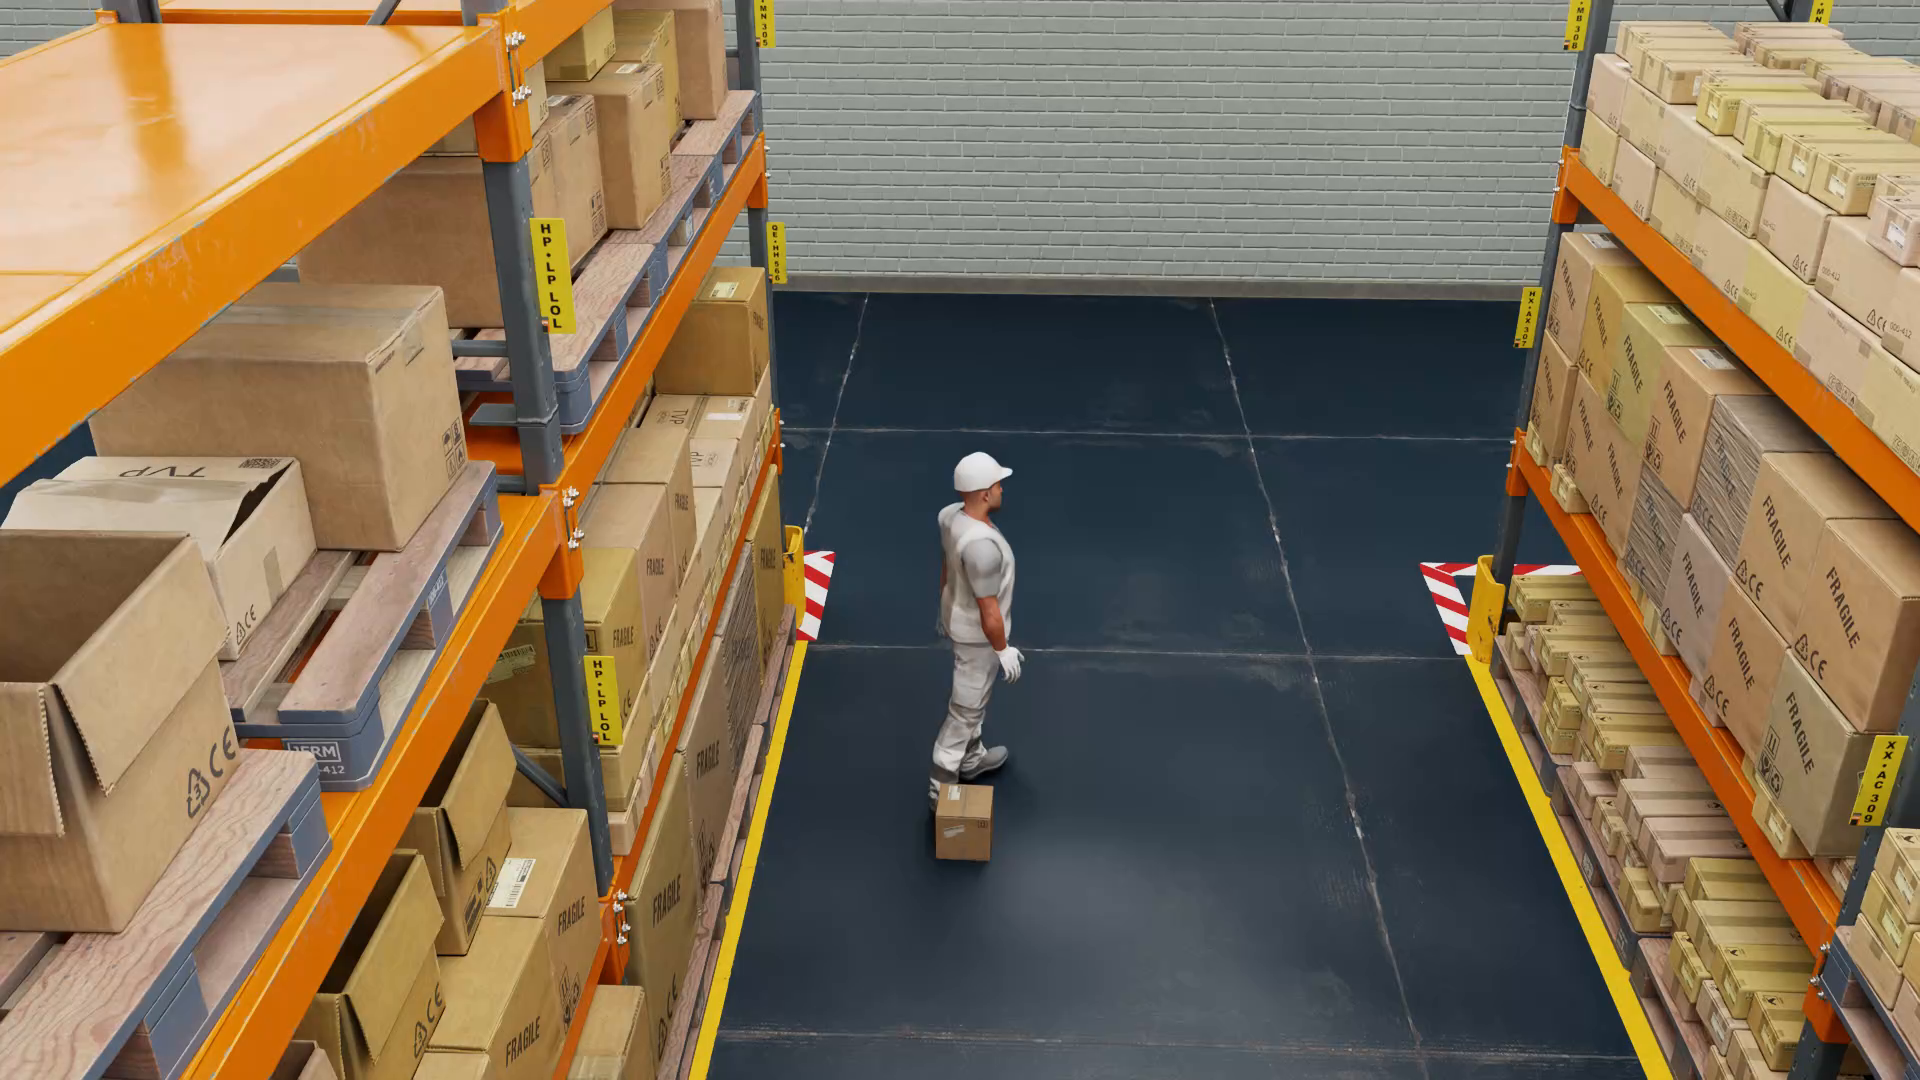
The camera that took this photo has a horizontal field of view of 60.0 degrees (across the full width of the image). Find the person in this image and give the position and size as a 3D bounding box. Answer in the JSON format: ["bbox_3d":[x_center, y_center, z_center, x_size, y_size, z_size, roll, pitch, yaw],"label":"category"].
[{"bbox_3d":[0.060,0.451,7.712,0.472,1.789,0.671,-5,28,-10],"label":"person"}]
